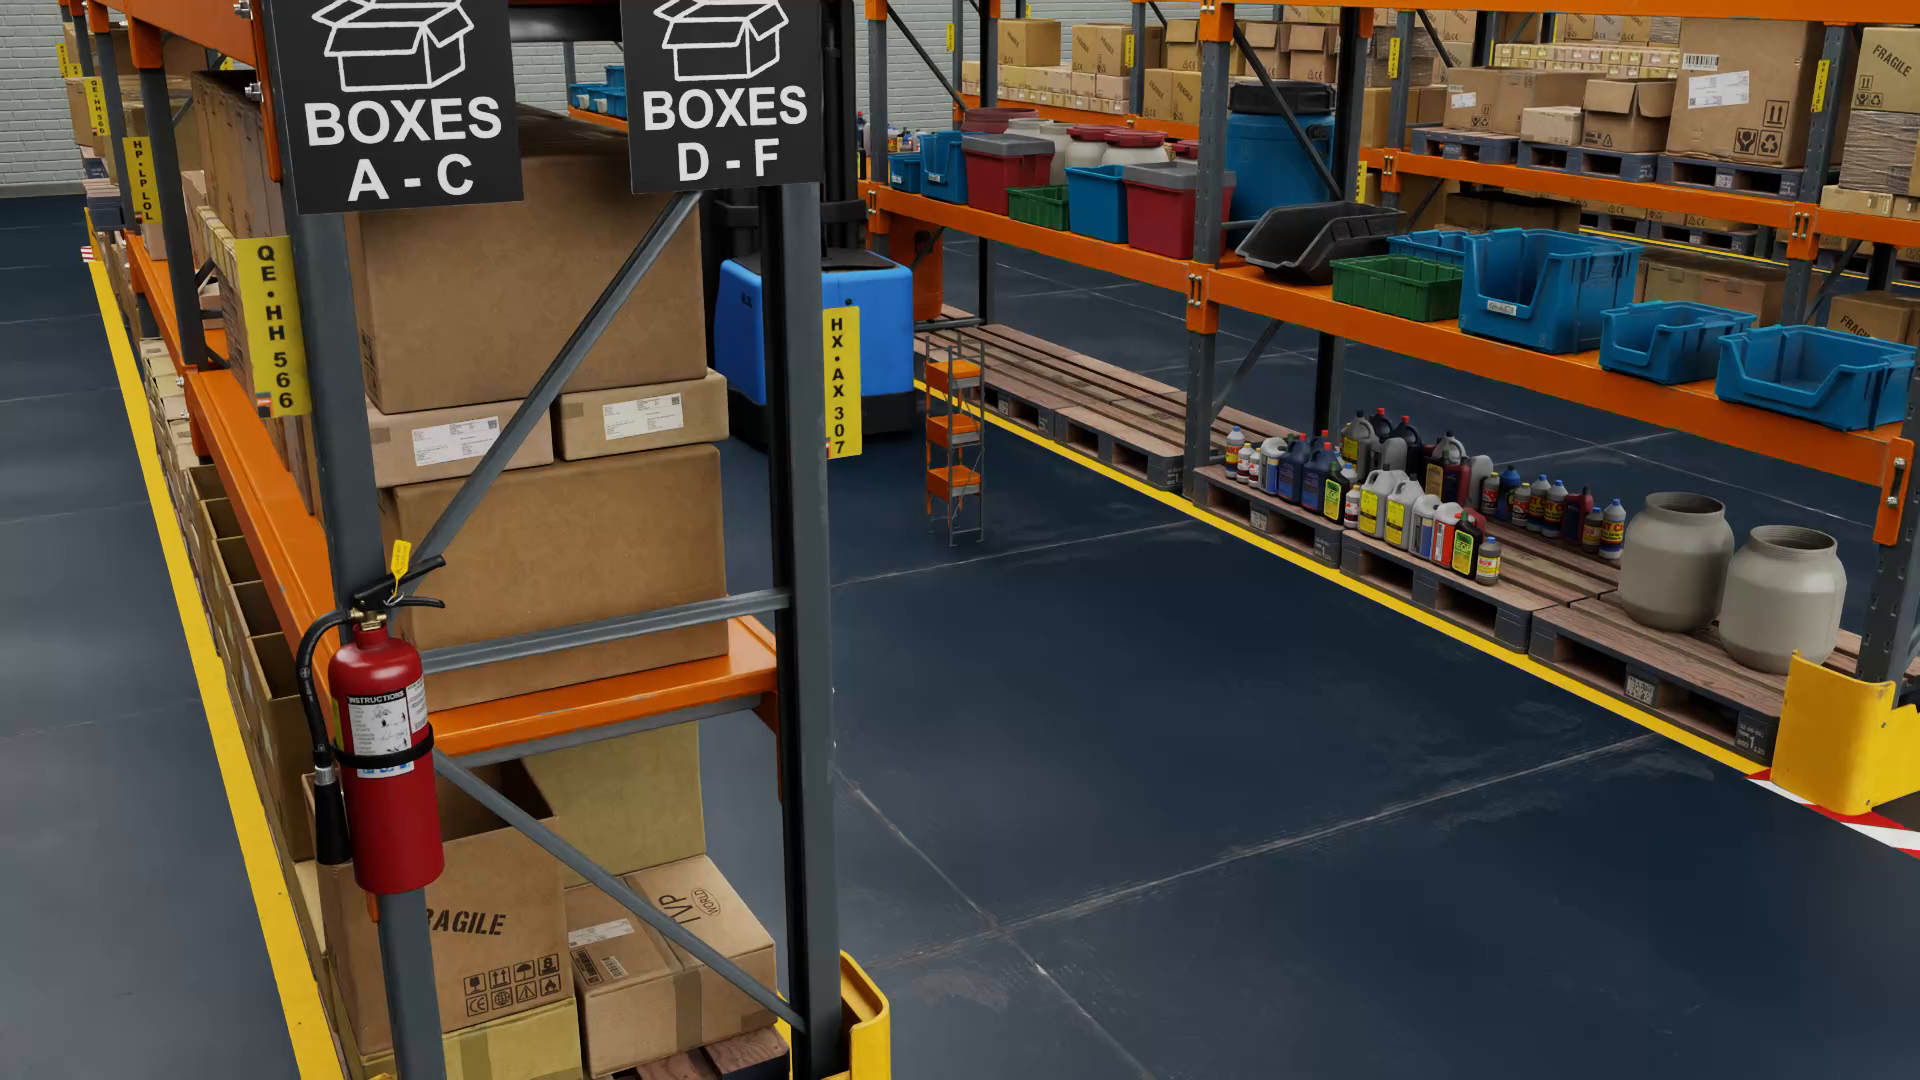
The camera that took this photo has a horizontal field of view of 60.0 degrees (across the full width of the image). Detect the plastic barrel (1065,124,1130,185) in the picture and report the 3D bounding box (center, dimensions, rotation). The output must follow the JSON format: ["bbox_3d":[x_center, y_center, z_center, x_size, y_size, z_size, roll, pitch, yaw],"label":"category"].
[{"bbox_3d":[0.896,-2.425,10.852,0.433,0.535,0.433,0,19,0],"label":"plastic barrel"}]

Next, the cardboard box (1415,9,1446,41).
[{"bbox_3d":[5.973,-6.421,20.500,0.500,0.500,0.500,-11,22,-28],"label":"cardboard box"}]

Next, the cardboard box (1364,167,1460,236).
[{"bbox_3d":[3.861,-3.028,15.422,1.225,0.875,0.875,-11,22,-29],"label":"cardboard box"}]

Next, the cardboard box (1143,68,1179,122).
[{"bbox_3d":[2.270,-4.657,17.377,0.500,0.500,0.500,-10,21,-26],"label":"cardboard box"}]

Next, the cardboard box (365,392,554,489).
[{"bbox_3d":[-1.099,-0.237,3.571,0.380,0.149,0.250,-10,22,-28],"label":"cardboard box"}]

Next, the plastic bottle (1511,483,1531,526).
[{"bbox_3d":[2.767,-0.178,8.165,0.097,0.201,0.097,0,19,0],"label":"plastic bottle"}]

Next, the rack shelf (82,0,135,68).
[{"bbox_3d":[-3.599,-2.603,8.081,1.077,0.370,4.000,-10,21,-27],"label":"rack shelf"}]

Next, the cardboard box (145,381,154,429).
[{"bbox_3d":[-4.559,-0.802,9.929,0.500,0.250,0.500,-10,21,-27],"label":"cardboard box"}]

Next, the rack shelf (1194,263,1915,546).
[{"bbox_3d":[2.661,-0.803,7.463,1.077,0.370,4.000,-10,21,-27],"label":"rack shelf"}]

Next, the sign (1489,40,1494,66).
[{"bbox_3d":[4.644,-4.229,14.636,0.100,0.325,0.005,-10,21,-27],"label":"sign"}]

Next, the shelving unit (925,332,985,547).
[{"bbox_3d":[-0.025,-0.512,8.505,0.215,1.050,0.252,-10,21,-27],"label":"shelving unit"}]

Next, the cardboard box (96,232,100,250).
[{"bbox_3d":[-8.102,-2.960,16.153,0.500,0.250,0.500,-10,21,-27],"label":"cardboard box"}]

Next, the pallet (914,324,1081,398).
[{"bbox_3d":[0.146,-1.319,12.130,1.003,0.211,1.213,-10,21,-27],"label":"pallet"}]

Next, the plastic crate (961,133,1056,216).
[{"bbox_3d":[0.310,-2.384,10.845,0.402,0.464,0.583,-10,21,-27],"label":"plastic crate"}]

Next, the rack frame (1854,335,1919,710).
[{"bbox_3d":[3.611,-0.569,5.682,1.000,3.000,0.127,-10,21,-27],"label":"rack frame"}]

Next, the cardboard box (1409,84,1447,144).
[{"bbox_3d":[4.180,-3.862,15.070,0.500,0.500,0.500,-9,21,-25],"label":"cardboard box"}]

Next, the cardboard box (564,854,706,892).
[{"bbox_3d":[-1.050,0.967,4.802,0.500,0.250,0.500,-10,21,-27],"label":"cardboard box"}]

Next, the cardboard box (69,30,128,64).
[{"bbox_3d":[-7.162,-4.019,13.994,0.500,0.500,0.500,-10,22,-28],"label":"cardboard box"}]

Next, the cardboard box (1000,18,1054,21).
[{"bbox_3d":[0.835,-6.254,20.782,0.500,0.500,0.500,-10,21,-26],"label":"cardboard box"}]

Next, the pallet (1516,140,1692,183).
[{"bbox_3d":[5.147,-2.980,12.963,1.003,0.211,1.213,-10,21,-27],"label":"pallet"}]

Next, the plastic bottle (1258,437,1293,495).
[{"bbox_3d":[1.655,-0.390,8.663,0.152,0.276,0.135,-9,21,-25],"label":"plastic bottle"}]

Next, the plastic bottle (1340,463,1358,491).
[{"bbox_3d":[1.922,-0.249,8.262,0.097,0.271,0.097,0,19,0],"label":"plastic bottle"}]

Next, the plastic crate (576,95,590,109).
[{"bbox_3d":[-4.080,-4.839,18.368,0.250,0.136,0.298,-10,21,-27],"label":"plastic crate"}]

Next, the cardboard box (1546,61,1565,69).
[{"bbox_3d":[6.839,-5.334,18.775,0.380,0.149,0.250,-11,22,-29],"label":"cardboard box"}]

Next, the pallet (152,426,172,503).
[{"bbox_3d":[-4.192,-0.539,9.869,1.003,0.211,1.213,-10,21,-27],"label":"pallet"}]

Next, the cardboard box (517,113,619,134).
[{"bbox_3d":[-1.240,-0.765,4.106,0.700,0.500,0.500,-11,22,-28],"label":"cardboard box"}]

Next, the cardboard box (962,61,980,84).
[{"bbox_3d":[0.362,-5.819,20.671,0.500,0.250,0.500,-11,22,-28],"label":"cardboard box"}]

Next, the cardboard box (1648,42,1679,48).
[{"bbox_3d":[10.047,-6.746,23.429,0.500,0.500,0.500,-10,22,-27],"label":"cardboard box"}]

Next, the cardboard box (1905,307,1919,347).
[{"bbox_3d":[6.504,-1.217,10.748,0.500,0.500,0.500,-3,19,-9],"label":"cardboard box"}]

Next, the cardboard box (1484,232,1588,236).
[{"bbox_3d":[4.781,-2.312,13.892,0.700,0.500,0.500,-12,22,-31],"label":"cardboard box"}]

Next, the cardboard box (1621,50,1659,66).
[{"bbox_3d":[7.336,-5.174,17.857,0.380,0.149,0.250,-9,21,-24],"label":"cardboard box"}]

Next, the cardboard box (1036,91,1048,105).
[{"bbox_3d":[1.108,-5.141,19.317,0.380,0.149,0.250,-10,21,-26],"label":"cardboard box"}]

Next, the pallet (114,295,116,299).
[{"bbox_3d":[-7.357,-2.477,15.487,1.003,0.211,1.213,-10,21,-27],"label":"pallet"}]

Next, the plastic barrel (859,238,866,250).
[{"bbox_3d":[-0.782,-2.174,13.503,0.421,0.512,0.421,0,19,0],"label":"plastic barrel"}]

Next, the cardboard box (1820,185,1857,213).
[{"bbox_3d":[5.908,-2.257,10.960,0.380,0.149,0.250,-10,21,-27],"label":"cardboard box"}]

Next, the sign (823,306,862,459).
[{"bbox_3d":[-0.259,-0.334,3.551,0.100,0.325,0.005,-10,21,-27],"label":"sign"}]

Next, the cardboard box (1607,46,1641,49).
[{"bbox_3d":[7.535,-5.498,18.796,0.380,0.149,0.250,-11,22,-28],"label":"cardboard box"}]

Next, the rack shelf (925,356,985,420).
[{"bbox_3d":[-0.025,-0.770,8.416,0.215,0.259,0.240,-10,21,-27],"label":"rack shelf"}]

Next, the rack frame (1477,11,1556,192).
[{"bbox_3d":[6.684,-5.520,20.030,1.000,3.000,0.127,-10,21,-27],"label":"rack frame"}]

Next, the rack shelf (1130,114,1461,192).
[{"bbox_3d":[3.221,-3.867,16.341,1.077,0.370,4.000,-10,21,-27],"label":"rack shelf"}]

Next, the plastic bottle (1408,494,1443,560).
[{"bbox_3d":[2.191,-0.065,7.723,0.152,0.276,0.135,-11,22,-28],"label":"plastic bottle"}]

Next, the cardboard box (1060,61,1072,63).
[{"bbox_3d":[1.076,-5.755,20.485,0.500,0.250,0.500,-10,22,-28],"label":"cardboard box"}]

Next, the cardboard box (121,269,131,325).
[{"bbox_3d":[-5.939,-1.801,12.411,0.500,0.500,0.500,-10,21,-26],"label":"cardboard box"}]

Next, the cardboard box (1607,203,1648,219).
[{"bbox_3d":[7.533,-3.836,18.338,0.500,0.500,0.500,-11,22,-29],"label":"cardboard box"}]

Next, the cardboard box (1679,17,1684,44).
[{"bbox_3d":[10.292,-7.075,22.851,0.500,0.500,0.500,-10,22,-27],"label":"cardboard box"}]

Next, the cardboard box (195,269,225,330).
[{"bbox_3d":[-3.229,-1.111,7.460,0.396,0.266,0.258,-11,22,-28],"label":"cardboard box"}]

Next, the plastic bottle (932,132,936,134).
[{"bbox_3d":[-0.225,-3.086,13.155,0.061,0.283,0.133,-10,21,-27],"label":"plastic bottle"}]

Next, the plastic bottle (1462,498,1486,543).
[{"bbox_3d":[2.351,-0.045,7.654,0.061,0.283,0.133,-10,21,-27],"label":"plastic bottle"}]

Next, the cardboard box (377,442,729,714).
[{"bbox_3d":[-0.961,0.014,3.839,0.700,0.500,0.500,-10,21,-27],"label":"cardboard box"}]

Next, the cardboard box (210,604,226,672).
[{"bbox_3d":[-2.696,0.330,6.647,0.500,0.250,0.500,-10,21,-27],"label":"cardboard box"}]

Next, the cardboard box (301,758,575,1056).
[{"bbox_3d":[-1.267,0.836,4.031,0.500,0.500,0.500,-10,21,-27],"label":"cardboard box"}]

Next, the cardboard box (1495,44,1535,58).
[{"bbox_3d":[6.467,-5.697,19.372,0.380,0.149,0.250,-9,21,-24],"label":"cardboard box"}]

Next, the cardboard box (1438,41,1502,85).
[{"bbox_3d":[6.206,-5.803,20.241,0.500,0.500,0.500,-10,21,-27],"label":"cardboard box"}]

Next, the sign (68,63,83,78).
[{"bbox_3d":[-6.922,-3.571,13.053,0.100,0.325,0.005,-10,21,-27],"label":"sign"}]

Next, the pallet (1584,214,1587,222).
[{"bbox_3d":[7.055,-3.979,19.838,1.003,0.211,1.213,-10,21,-27],"label":"pallet"}]

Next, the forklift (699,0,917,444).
[{"bbox_3d":[-1.310,-2.408,11.116,1.130,2.935,3.031,-8,21,-22],"label":"forklift"}]

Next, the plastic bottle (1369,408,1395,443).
[{"bbox_3d":[2.271,-0.533,8.963,0.144,0.351,0.185,-11,22,-28],"label":"plastic bottle"}]

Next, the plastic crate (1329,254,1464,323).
[{"bbox_3d":[2.108,-1.184,7.788,0.450,0.188,0.662,-10,21,-27],"label":"plastic crate"}]

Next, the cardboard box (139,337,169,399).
[{"bbox_3d":[-4.559,-1.067,9.838,0.500,0.311,0.500,-9,21,-25],"label":"cardboard box"}]
